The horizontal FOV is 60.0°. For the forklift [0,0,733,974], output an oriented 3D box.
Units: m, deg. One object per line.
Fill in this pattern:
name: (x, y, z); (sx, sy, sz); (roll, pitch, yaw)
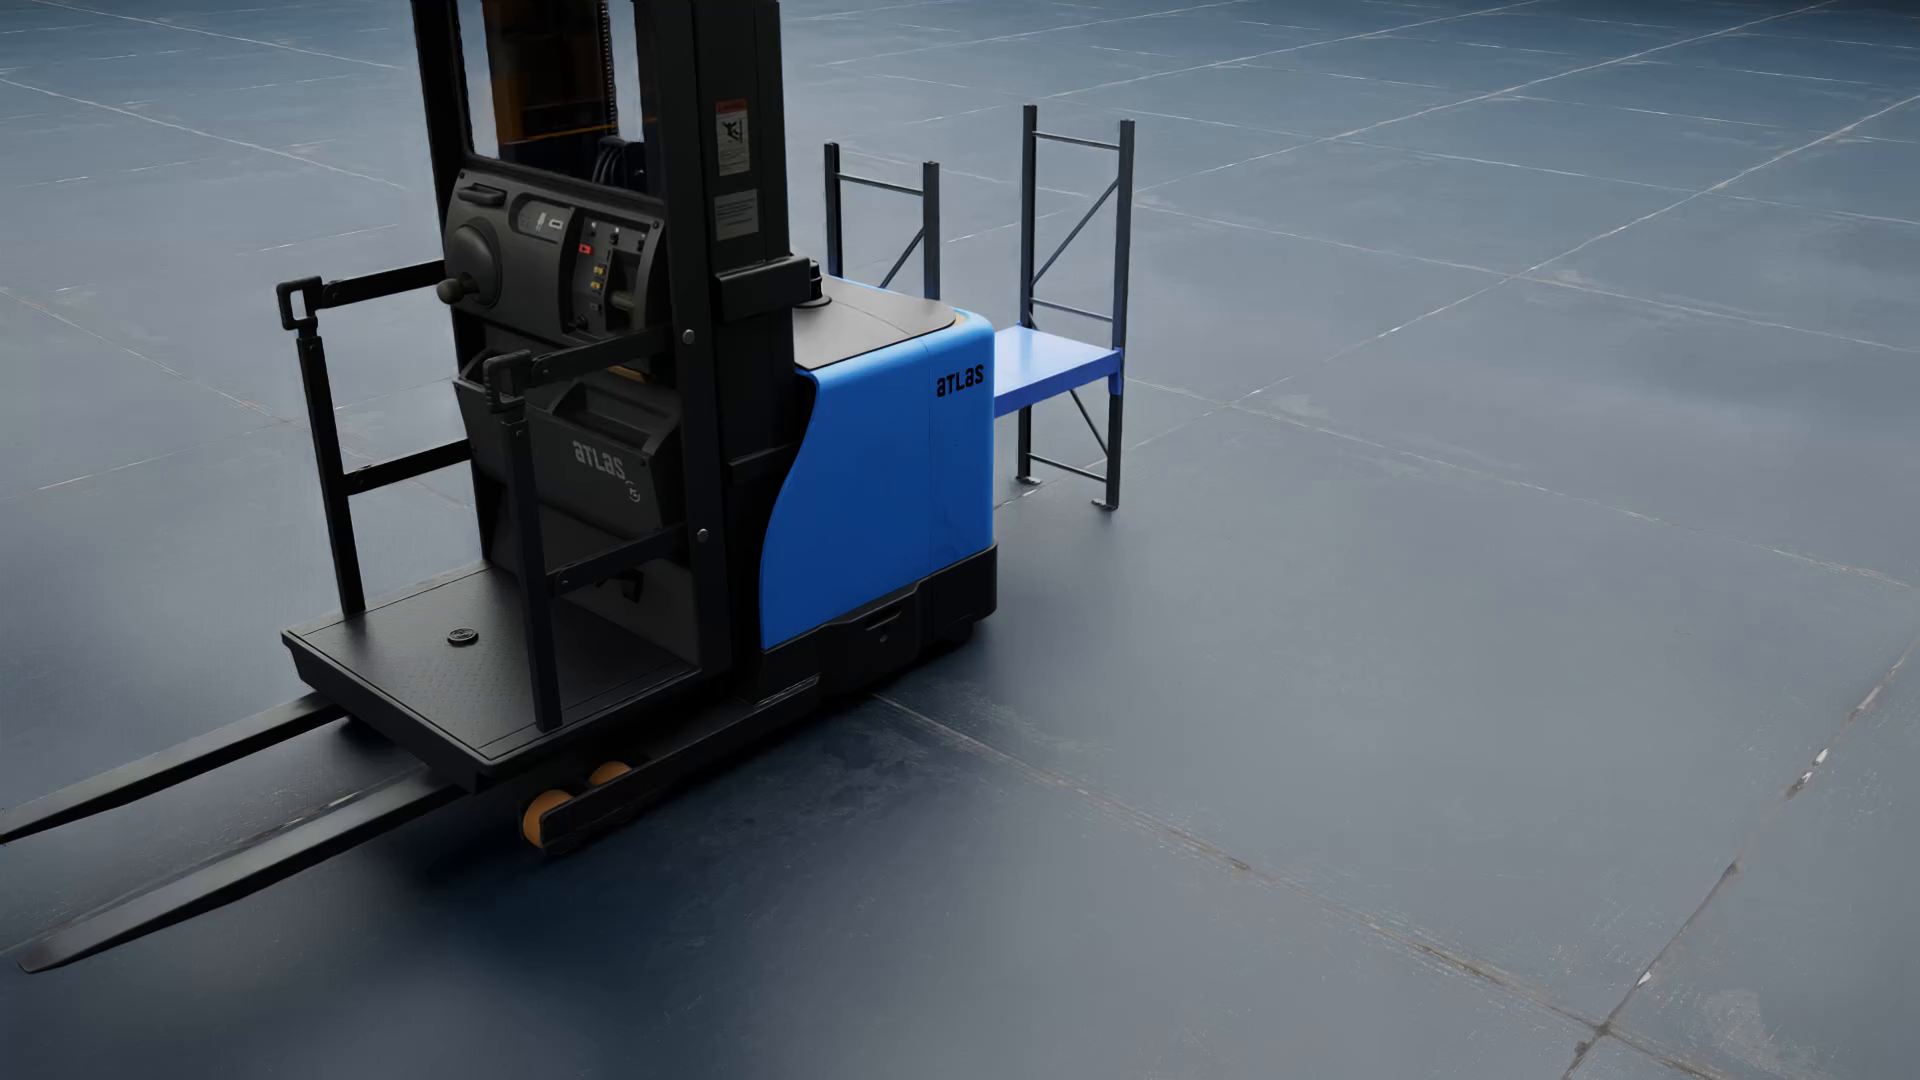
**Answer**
forklift: (-1.247, -0.743, 4.325); (1.121, 2.935, 3.031); (21, 31, 38)

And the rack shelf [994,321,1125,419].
rack shelf: (0.085, -0.559, 6.102); (0.538, 0.185, 1.000); (21, 31, 38)

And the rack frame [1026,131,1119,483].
rack frame: (0.429, -0.876, 6.371); (0.475, 1.308, 0.013); (21, 31, 38)

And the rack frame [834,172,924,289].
rack frame: (-0.260, -0.570, 5.689); (0.475, 1.308, 0.013); (21, 31, 38)

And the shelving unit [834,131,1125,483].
shelving unit: (0.085, -0.723, 6.029); (0.538, 1.308, 1.030); (21, 31, 38)
